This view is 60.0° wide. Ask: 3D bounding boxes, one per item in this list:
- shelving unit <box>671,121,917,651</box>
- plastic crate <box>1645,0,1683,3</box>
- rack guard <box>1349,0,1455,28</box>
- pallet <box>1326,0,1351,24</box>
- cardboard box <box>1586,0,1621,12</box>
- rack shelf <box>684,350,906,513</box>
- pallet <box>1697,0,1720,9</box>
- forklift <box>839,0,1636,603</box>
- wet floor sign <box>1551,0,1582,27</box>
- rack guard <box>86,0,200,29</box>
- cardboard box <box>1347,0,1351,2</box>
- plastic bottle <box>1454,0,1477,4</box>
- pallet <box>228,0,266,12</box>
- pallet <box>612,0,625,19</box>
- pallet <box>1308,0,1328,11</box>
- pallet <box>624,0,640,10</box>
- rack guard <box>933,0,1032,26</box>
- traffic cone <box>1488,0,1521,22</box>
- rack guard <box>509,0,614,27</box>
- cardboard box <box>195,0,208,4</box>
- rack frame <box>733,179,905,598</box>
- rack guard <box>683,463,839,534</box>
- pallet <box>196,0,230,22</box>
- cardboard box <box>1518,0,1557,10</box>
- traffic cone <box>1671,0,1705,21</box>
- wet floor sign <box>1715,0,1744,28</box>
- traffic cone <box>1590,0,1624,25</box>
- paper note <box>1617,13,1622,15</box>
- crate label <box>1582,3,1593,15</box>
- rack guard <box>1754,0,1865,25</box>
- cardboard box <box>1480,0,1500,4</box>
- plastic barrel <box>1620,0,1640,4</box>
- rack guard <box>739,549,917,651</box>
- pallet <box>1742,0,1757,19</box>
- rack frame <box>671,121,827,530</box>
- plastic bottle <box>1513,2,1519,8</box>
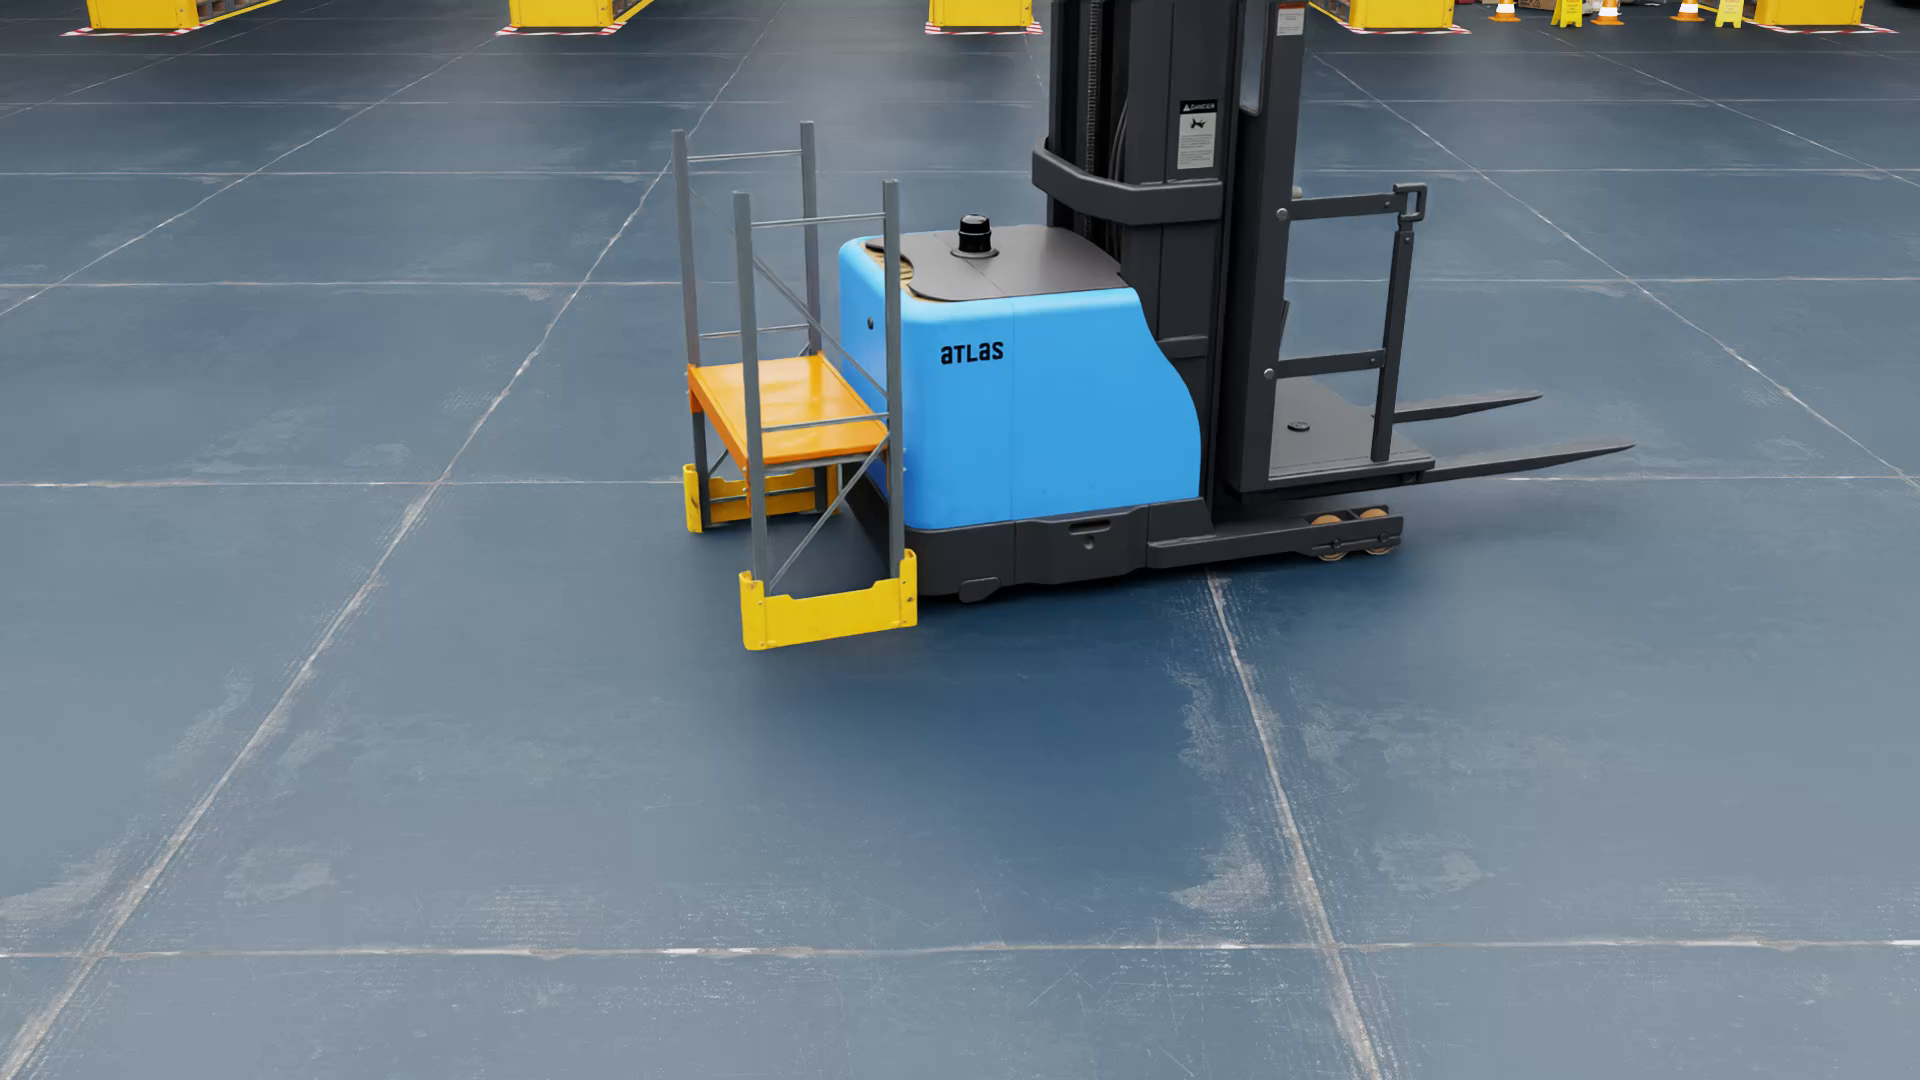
[{"bbox_3d":[-0.594,-0.567,5.683,0.587,1.500,1.083,-8,26,-17],"label":"shelving unit"},{"bbox_3d":[9.326,-7.214,22.104,0.402,0.080,0.583,-9,26,-19],"label":"plastic crate"},{"bbox_3d":[5.224,-6.334,19.649,1.175,0.500,0.348,0,24,-1],"label":"rack guard"},{"bbox_3d":[5.137,-6.542,20.458,1.003,0.211,1.213,0,24,-1],"label":"pallet"},{"bbox_3d":[8.138,-6.779,21.057,0.380,0.149,0.250,13,27,27],"label":"cardboard box"},{"bbox_3d":[-0.591,-0.399,5.750,0.538,0.185,1.000,-8,26,-17],"label":"rack shelf"},{"bbox_3d":[10.188,-7.144,21.790,1.003,0.211,1.213,0,24,-1],"label":"pallet"},{"bbox_3d":[1.118,-1.457,5.914,3.031,2.935,1.130,-7,25,-16],"label":"forklift"},{"bbox_3d":[7.204,-6.407,19.634,0.267,0.644,0.232,-4,25,-10],"label":"wet floor sign"},{"bbox_3d":[-9.642,-6.311,19.596,1.175,0.500,0.348,0,24,-1],"label":"rack guard"},{"bbox_3d":[5.150,-6.985,20.124,0.875,0.875,0.875,0,24,0],"label":"cardboard box"},{"bbox_3d":[6.623,-7.057,21.779,0.283,0.061,0.133,-9,26,-19],"label":"plastic bottle"},{"bbox_3d":[-9.703,-7.005,21.483,1.003,0.211,1.213,0,24,-1],"label":"pallet"},{"bbox_3d":[-4.741,-6.575,20.532,1.003,0.211,1.213,0,24,-1],"label":"pallet"},{"bbox_3d":[5.127,-7.043,21.566,1.003,0.211,1.213,0,24,-1],"label":"pallet"},{"bbox_3d":[-4.751,-7.077,21.641,1.003,0.211,1.213,0,24,-1],"label":"pallet"},{"bbox_3d":[0.262,-6.395,19.782,1.175,0.500,0.348,0,24,-1],"label":"rack guard"},{"bbox_3d":[6.638,-6.552,20.176,0.336,0.463,0.334,0,24,-1],"label":"traffic cone"},{"bbox_3d":[-4.737,-6.372,19.733,1.175,0.500,0.348,0,24,-1],"label":"rack guard"},{"bbox_3d":[-9.426,-6.620,20.074,0.500,0.250,0.500,0,24,-1],"label":"cardboard box"},{"bbox_3d":[-0.424,-0.365,5.238,0.500,1.500,0.032,-8,26,-17],"label":"rack frame"},{"bbox_3d":[-0.757,-0.191,6.370,0.587,0.250,0.087,-8,26,-17],"label":"rack guard"},{"bbox_3d":[-9.693,-6.504,20.374,1.003,0.211,1.213,0,24,-1],"label":"pallet"},{"bbox_3d":[7.622,-7.122,21.386,0.797,0.503,0.637,-19,31,-36],"label":"cardboard box"},{"bbox_3d":[8.878,-6.562,20.198,0.336,0.463,0.334,0,24,-1],"label":"traffic cone"},{"bbox_3d":[9.105,-6.391,19.598,0.267,0.644,0.232,8,26,18],"label":"wet floor sign"},{"bbox_3d":[7.772,-6.417,19.877,0.336,0.463,0.334,0,24,-1],"label":"traffic cone"},{"bbox_3d":[8.172,-6.575,20.750,0.148,0.019,0.142,-9,26,-19],"label":"paper note"},{"bbox_3d":[7.701,-6.593,20.660,0.250,0.136,0.298,-14,28,-28],"label":"crate label"},{"bbox_3d":[10.172,-6.439,19.881,1.175,0.500,0.348,0,24,-1],"label":"rack guard"},{"bbox_3d":[7.041,-7.186,21.815,0.396,0.266,0.258,4,25,9],"label":"cardboard box"},{"bbox_3d":[8.636,-7.217,21.694,0.512,0.421,0.421,19,30,35],"label":"plastic barrel"},{"bbox_3d":[-0.431,0.196,5.512,0.587,0.250,0.087,-8,26,-17],"label":"rack guard"},{"bbox_3d":[10.198,-6.643,20.681,1.003,0.211,1.213,0,24,-1],"label":"pallet"},{"bbox_3d":[-0.757,-0.761,6.113,0.500,1.500,0.032,-8,26,-17],"label":"rack frame"},{"bbox_3d":[7.065,-6.908,21.450,0.133,0.061,0.283,-9,26,-19],"label":"plastic bottle"}]
